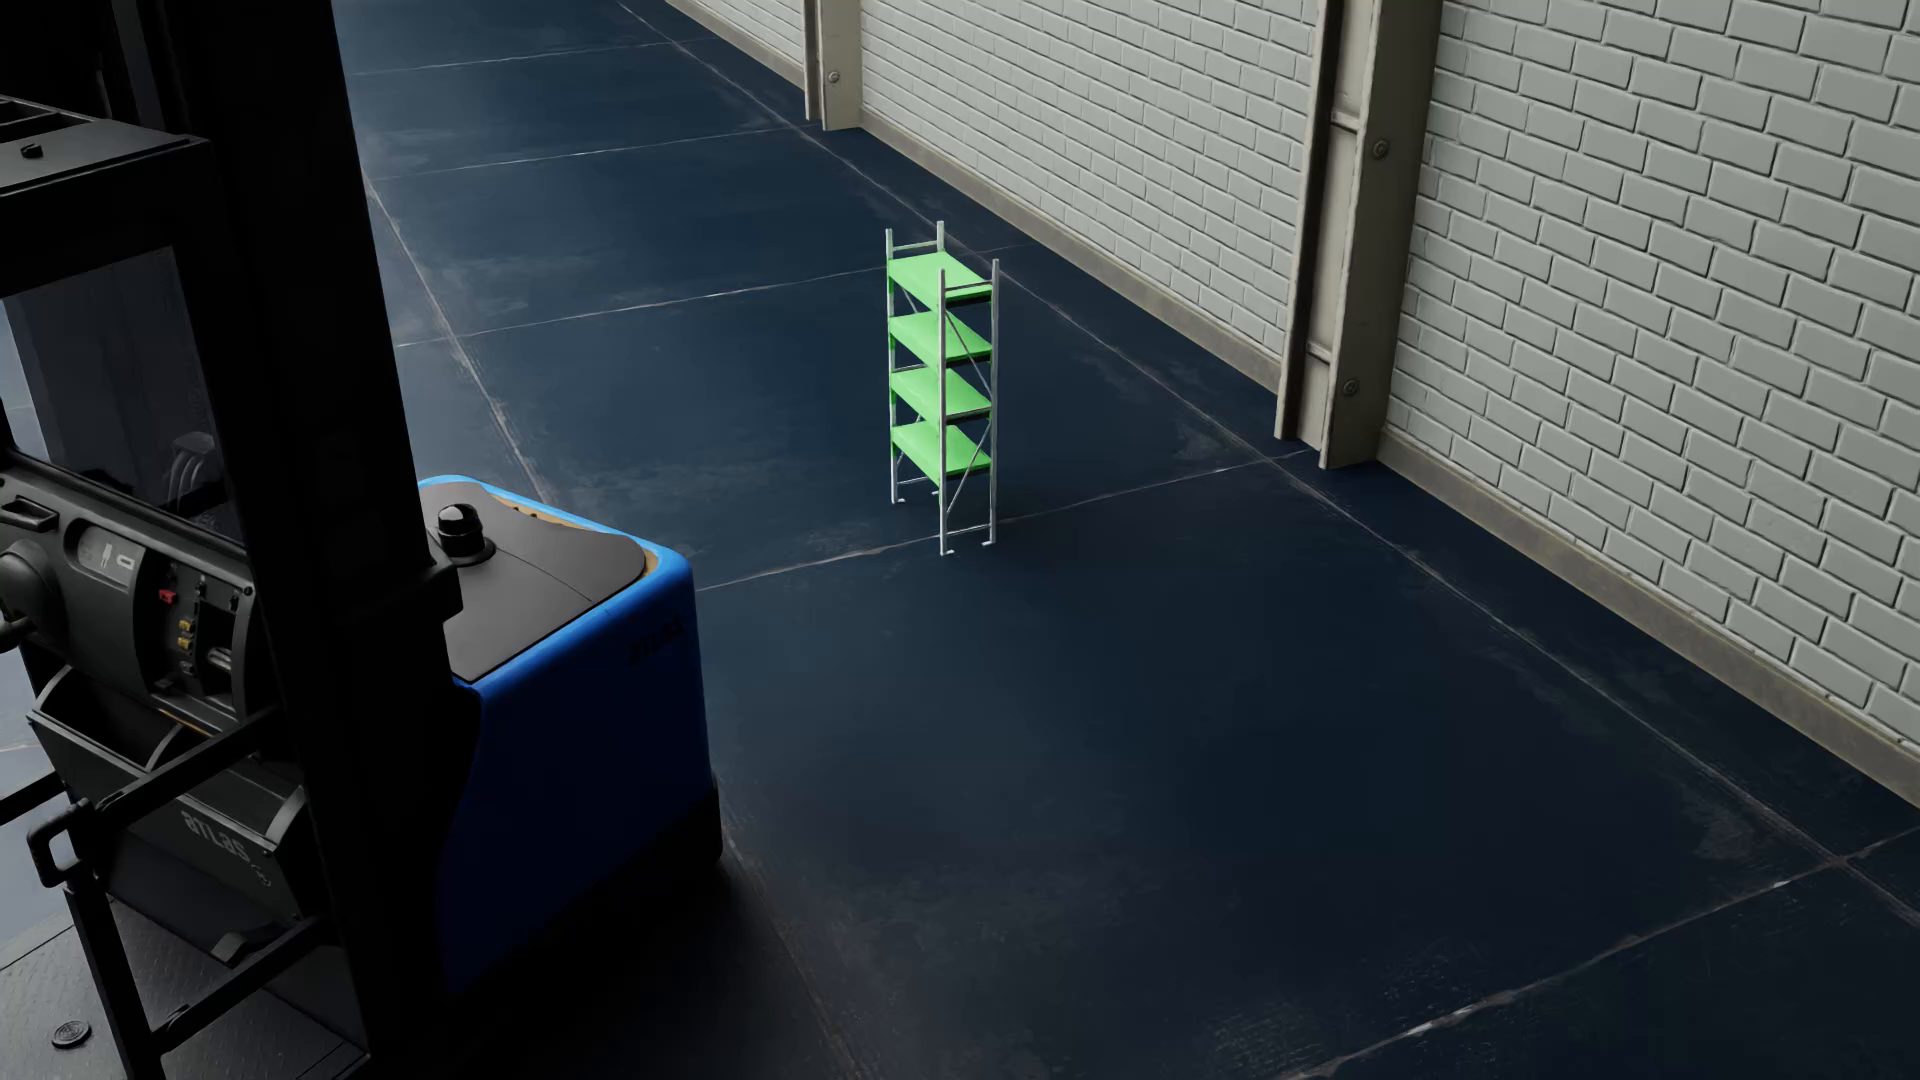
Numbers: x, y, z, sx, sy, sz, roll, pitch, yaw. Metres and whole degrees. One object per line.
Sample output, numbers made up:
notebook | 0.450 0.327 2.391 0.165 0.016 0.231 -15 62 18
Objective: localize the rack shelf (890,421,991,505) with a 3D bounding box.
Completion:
rack shelf | -0.071 -0.331 6.736 0.258 0.148 0.480 -13 32 -22

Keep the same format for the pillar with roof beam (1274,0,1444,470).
pillar with roof beam | -2.232 -3.446 3.694 9.100 9.000 0.400 -13 32 -22

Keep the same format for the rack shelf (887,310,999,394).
rack shelf | -0.071 -0.750 6.501 0.258 0.148 0.480 -13 32 -22

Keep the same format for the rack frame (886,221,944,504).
rack frame | -0.176 -0.704 6.779 0.240 1.200 0.015 -13 32 -22

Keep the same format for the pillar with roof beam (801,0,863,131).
pillar with roof beam | -4.808 -6.096 8.421 9.100 9.000 0.400 -13 32 -22

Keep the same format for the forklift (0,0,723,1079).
forklift | -1.930 0.176 3.440 1.130 2.935 3.031 18 34 28

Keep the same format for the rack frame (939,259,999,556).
rack frame | 0.034 -0.489 6.395 0.240 1.200 0.015 -13 32 -22

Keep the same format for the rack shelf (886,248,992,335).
rack shelf | -0.071 -0.959 6.383 0.258 0.148 0.480 -13 32 -22

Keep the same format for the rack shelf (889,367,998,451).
rack shelf | -0.071 -0.541 6.618 0.258 0.148 0.480 -13 32 -22

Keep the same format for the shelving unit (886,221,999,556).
shelving unit | -0.071 -0.596 6.587 0.258 1.200 0.503 -13 32 -22
